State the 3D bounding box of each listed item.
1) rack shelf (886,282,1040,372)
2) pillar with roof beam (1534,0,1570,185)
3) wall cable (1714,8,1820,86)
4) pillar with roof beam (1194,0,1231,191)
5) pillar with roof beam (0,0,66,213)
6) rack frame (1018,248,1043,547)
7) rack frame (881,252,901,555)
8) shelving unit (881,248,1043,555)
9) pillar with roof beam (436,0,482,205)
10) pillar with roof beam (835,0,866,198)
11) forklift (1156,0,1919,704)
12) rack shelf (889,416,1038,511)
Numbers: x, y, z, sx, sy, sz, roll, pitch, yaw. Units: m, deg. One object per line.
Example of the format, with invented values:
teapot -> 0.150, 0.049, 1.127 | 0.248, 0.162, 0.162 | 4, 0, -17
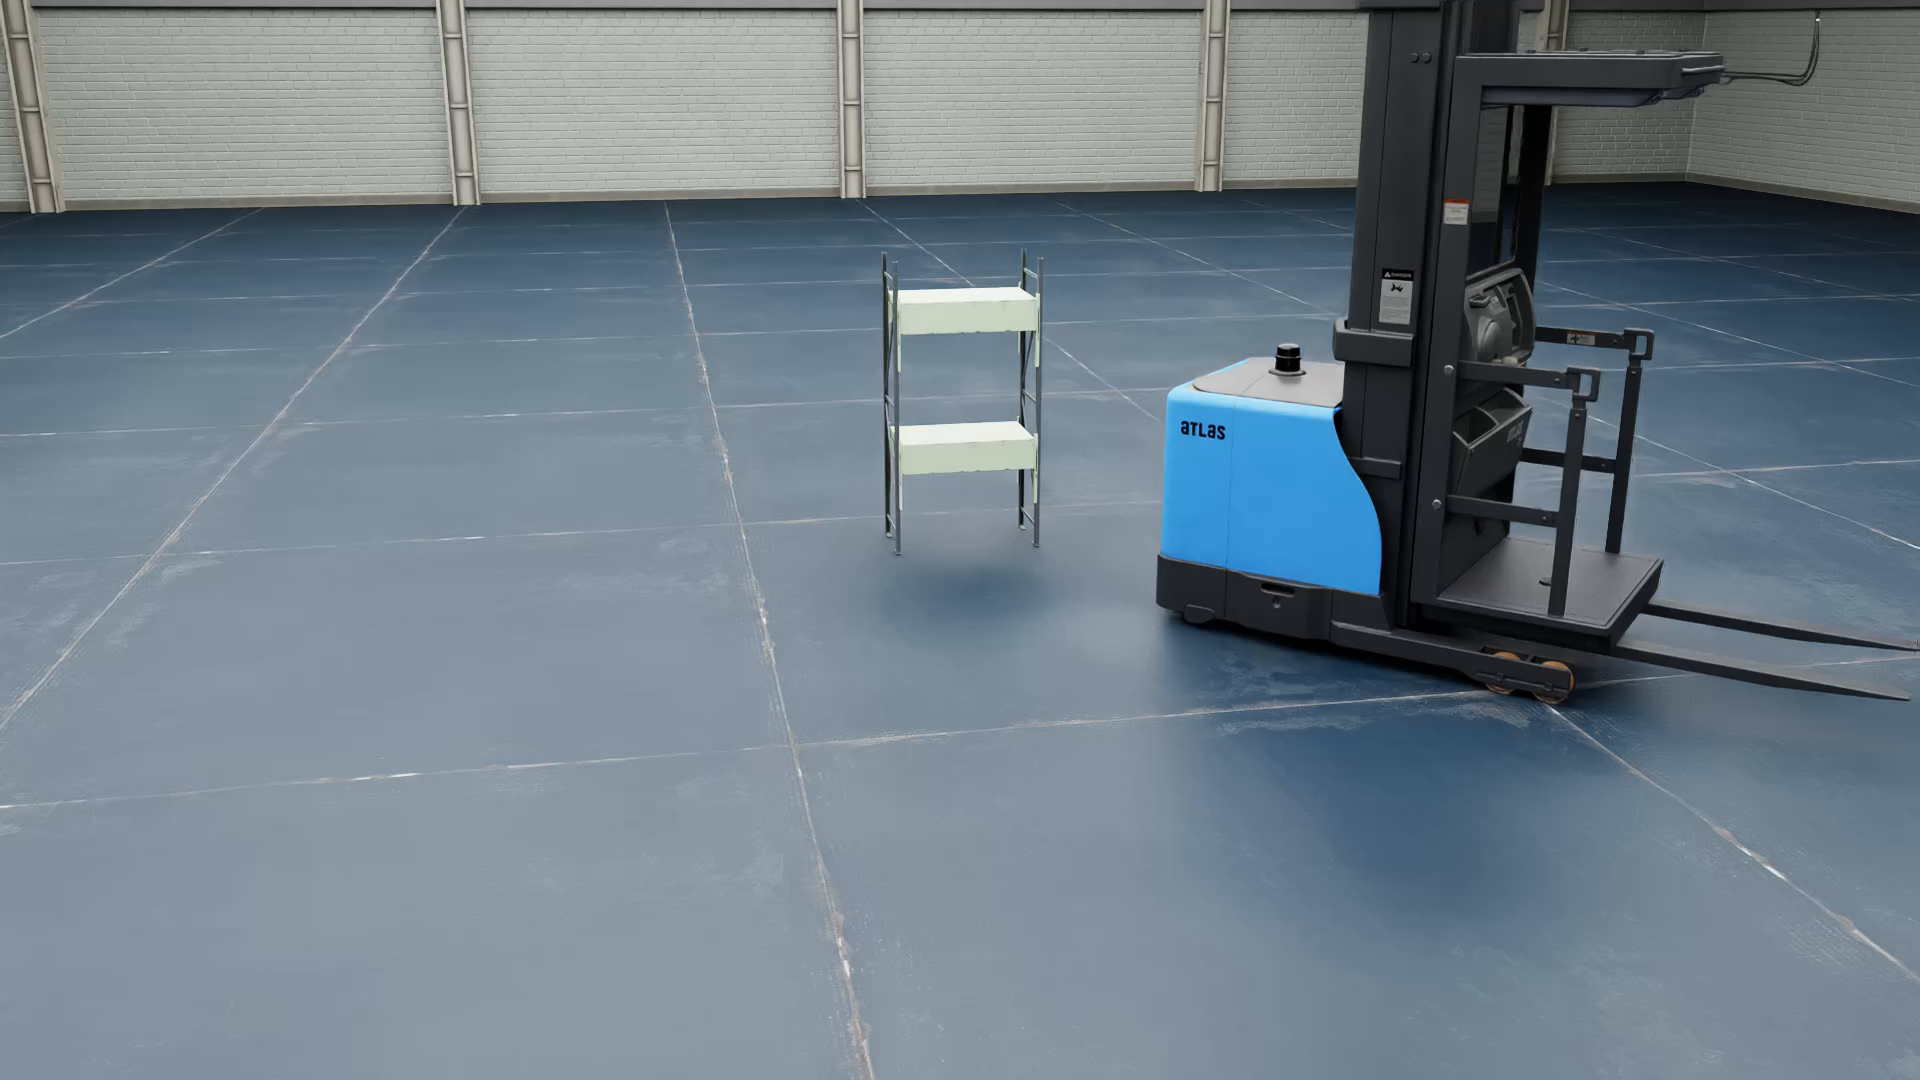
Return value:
rack shelf -> 0.007, -1.090, 8.478 | 0.720, 0.370, 0.431 | -3, 17, -10
pillar with roof beam -> 10.868, -9.265, 23.651 | 0.400, 9.000, 9.100 | -3, 17, -10
wall cable -> 13.195, -8.805, 27.441 | 0.112, 2.526, 3.097 | -3, 17, -10
pillar with roof beam -> 4.977, -8.931, 22.563 | 0.400, 9.000, 9.100 | -3, 17, -10
pillar with roof beam -> -12.696, -7.929, 19.299 | 0.400, 9.000, 9.100 | -3, 17, -10
rack frame -> 0.366, -0.738, 8.659 | 0.023, 1.500, 0.400 | -3, 17, -10
rack frame -> -0.353, -0.697, 8.526 | 0.023, 1.500, 0.400 | -3, 17, -10
shelving unit -> 0.007, -0.717, 8.593 | 0.755, 1.500, 0.431 | -3, 17, -10
pillar with roof beam -> -6.805, -8.263, 20.387 | 0.400, 9.000, 9.100 | -3, 17, -10
pillar with roof beam -> -0.914, -8.597, 21.475 | 0.400, 9.000, 9.100 | -3, 17, -10
forklift -> 2.415, -0.922, 6.823 | 3.031, 2.935, 1.130 | 11, 20, 31
rack shelf -> 0.007, -0.406, 8.689 | 0.720, 0.370, 0.431 | -3, 17, -10
